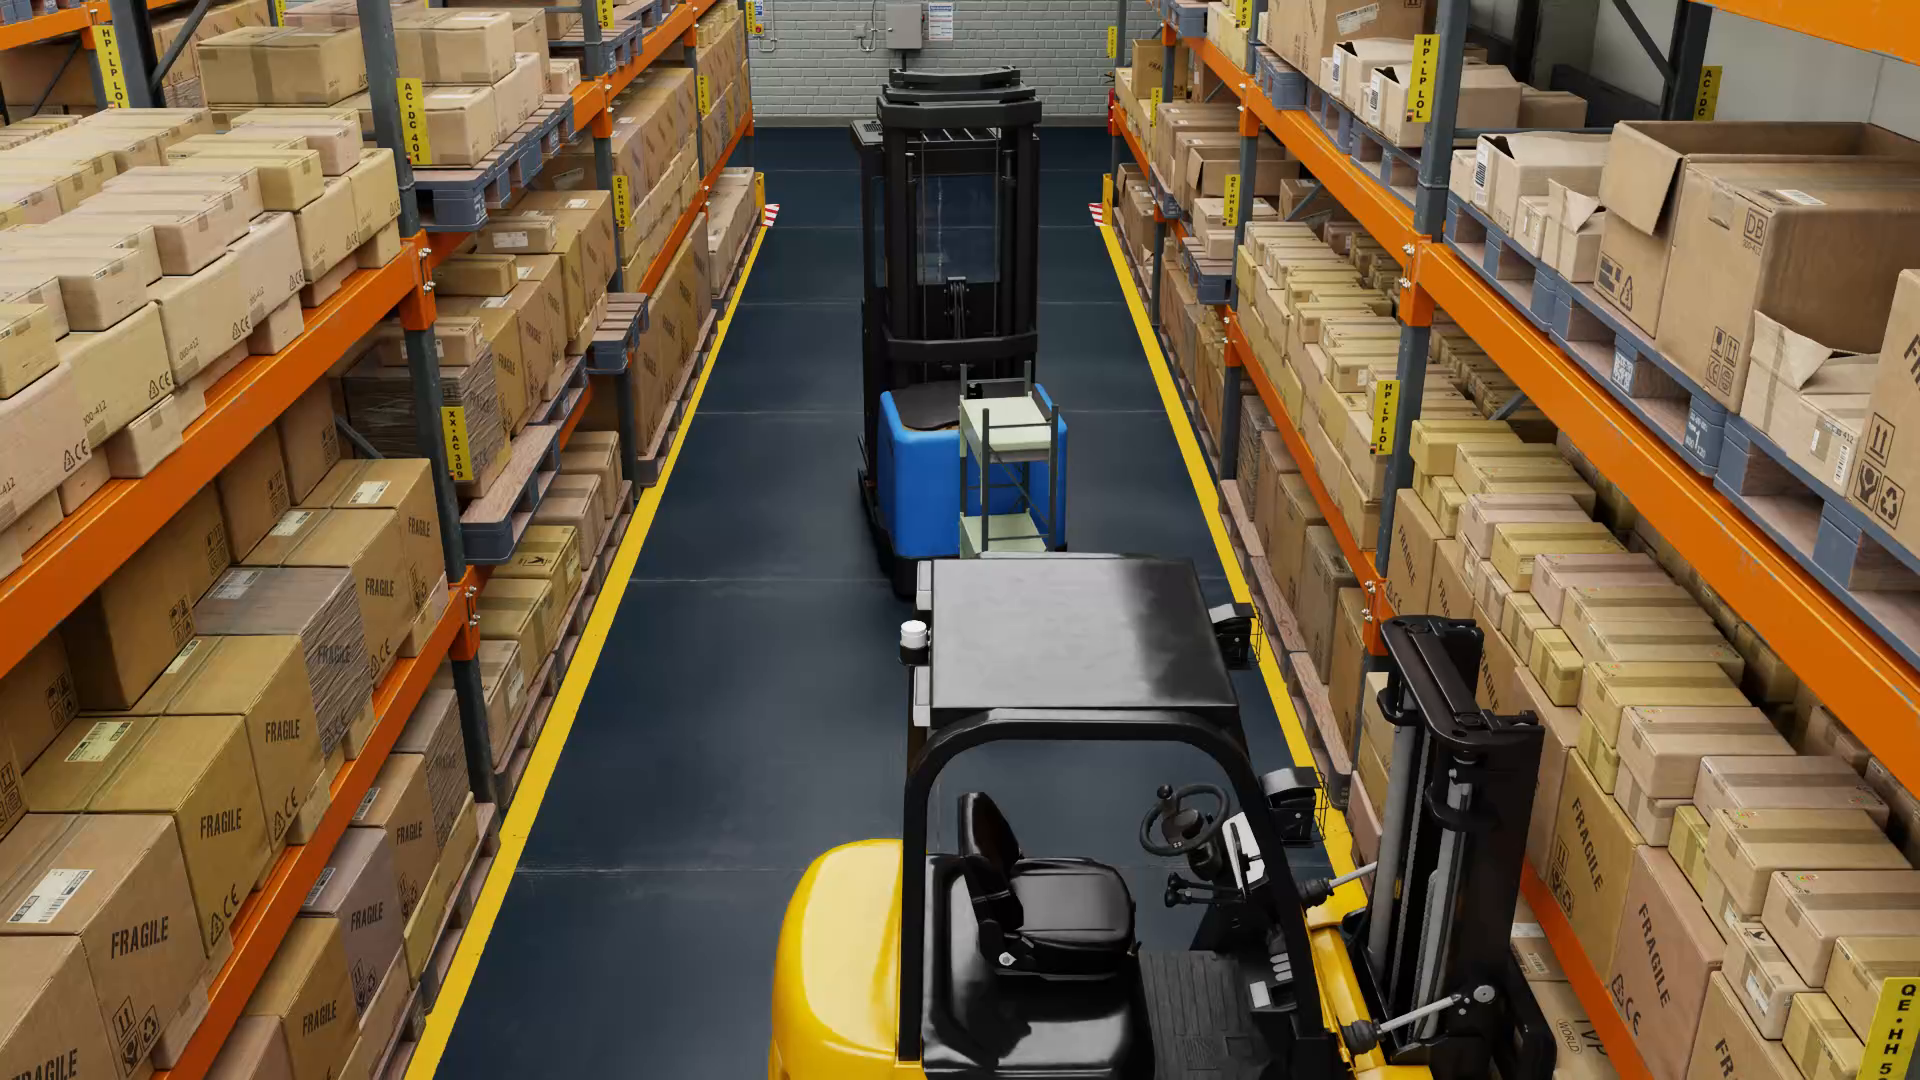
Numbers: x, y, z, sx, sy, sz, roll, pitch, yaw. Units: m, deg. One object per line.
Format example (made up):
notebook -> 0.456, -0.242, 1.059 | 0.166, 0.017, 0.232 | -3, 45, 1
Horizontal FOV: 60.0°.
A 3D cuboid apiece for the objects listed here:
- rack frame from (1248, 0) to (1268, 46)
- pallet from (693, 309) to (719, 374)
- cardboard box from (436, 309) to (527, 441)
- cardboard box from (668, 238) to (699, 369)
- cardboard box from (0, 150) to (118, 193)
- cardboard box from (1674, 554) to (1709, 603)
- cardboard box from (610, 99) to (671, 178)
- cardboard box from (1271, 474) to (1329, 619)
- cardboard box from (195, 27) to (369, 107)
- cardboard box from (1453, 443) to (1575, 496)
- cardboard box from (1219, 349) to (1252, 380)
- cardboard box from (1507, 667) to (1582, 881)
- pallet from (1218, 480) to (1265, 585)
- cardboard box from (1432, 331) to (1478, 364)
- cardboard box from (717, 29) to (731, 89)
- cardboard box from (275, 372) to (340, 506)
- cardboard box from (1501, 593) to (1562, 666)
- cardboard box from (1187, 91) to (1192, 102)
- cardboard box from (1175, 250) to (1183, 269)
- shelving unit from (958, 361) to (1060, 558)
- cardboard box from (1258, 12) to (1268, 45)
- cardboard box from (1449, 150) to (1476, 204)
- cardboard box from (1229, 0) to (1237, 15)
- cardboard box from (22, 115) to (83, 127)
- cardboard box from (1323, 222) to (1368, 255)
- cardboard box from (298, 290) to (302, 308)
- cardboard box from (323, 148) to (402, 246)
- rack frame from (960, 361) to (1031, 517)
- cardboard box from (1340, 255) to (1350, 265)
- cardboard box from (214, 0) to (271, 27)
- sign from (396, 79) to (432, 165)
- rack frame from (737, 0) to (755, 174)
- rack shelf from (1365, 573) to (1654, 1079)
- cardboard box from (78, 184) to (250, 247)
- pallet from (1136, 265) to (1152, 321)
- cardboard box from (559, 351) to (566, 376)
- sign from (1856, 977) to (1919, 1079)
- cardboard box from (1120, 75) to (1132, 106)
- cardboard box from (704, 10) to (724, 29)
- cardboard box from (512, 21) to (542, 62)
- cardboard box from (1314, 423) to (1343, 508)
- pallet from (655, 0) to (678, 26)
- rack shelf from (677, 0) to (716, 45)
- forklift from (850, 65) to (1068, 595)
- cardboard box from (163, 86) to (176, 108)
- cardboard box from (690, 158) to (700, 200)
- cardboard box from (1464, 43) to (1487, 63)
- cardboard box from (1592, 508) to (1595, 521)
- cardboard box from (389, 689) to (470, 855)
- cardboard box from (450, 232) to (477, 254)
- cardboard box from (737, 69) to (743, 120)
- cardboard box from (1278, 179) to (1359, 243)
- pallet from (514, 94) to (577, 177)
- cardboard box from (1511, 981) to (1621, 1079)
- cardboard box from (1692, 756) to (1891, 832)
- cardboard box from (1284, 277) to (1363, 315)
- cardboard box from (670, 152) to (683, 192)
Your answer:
rack frame -> 2.272, -4.407, 9.574 | 1.000, 3.000, 0.127 | 0, 24, -1
pallet -> -2.651, -1.710, 14.274 | 1.003, 0.211, 1.213 | 0, 24, -1
cardboard box -> -2.372, -0.775, 7.831 | 0.500, 0.500, 0.500 | 0, 24, 0
cardboard box -> -2.631, -1.894, 13.366 | 0.875, 0.875, 0.875 | 0, 24, 1
cardboard box -> -2.969, -1.161, 5.375 | 0.380, 0.149, 0.250 | 0, 24, -1
cardboard box -> 2.603, 0.156, 5.495 | 0.380, 0.149, 0.250 | -1, 24, -1
cardboard box -> -2.460, -2.981, 12.365 | 0.500, 0.500, 0.500 | 0, 24, 0
cardboard box -> 2.288, 0.021, 9.436 | 0.875, 0.625, 0.625 | -1, 24, -3
cardboard box -> -2.781, -1.957, 6.863 | 0.500, 0.250, 0.500 | 0, 24, 1
cardboard box -> 2.133, -0.262, 6.419 | 0.380, 0.149, 0.250 | 0, 24, 0
cardboard box -> 2.013, -1.224, 11.552 | 0.380, 0.149, 0.250 | -1, 24, -3
cardboard box -> 2.073, 0.744, 5.344 | 0.500, 0.500, 0.500 | 0, 24, 0
pallet -> 2.242, -0.063, 10.634 | 1.003, 0.211, 1.213 | 0, 24, -1
cardboard box -> 2.573, -0.934, 8.266 | 0.380, 0.149, 0.250 | 0, 24, -1
cardboard box -> -2.494, -4.623, 15.998 | 0.500, 0.500, 0.500 | 0, 24, -1
cardboard box -> -2.860, -0.456, 6.422 | 0.700, 0.500, 0.500 | -1, 24, -1
cardboard box -> 2.041, 0.294, 5.552 | 0.380, 0.149, 0.250 | -1, 24, -2
cardboard box -> 2.466, -4.217, 16.254 | 0.500, 0.250, 0.500 | 0, 24, -1
cardboard box -> 2.047, -2.407, 14.168 | 0.380, 0.149, 0.250 | -1, 24, -2
shelving unit -> 0.257, -0.157, 9.278 | 0.431, 1.500, 0.755 | -4, 25, -8
cardboard box -> 1.972, -3.025, 9.812 | 0.380, 0.166, 0.250 | 0, 24, -1
cardboard box -> 2.017, -1.328, 6.080 | 0.380, 0.149, 0.250 | 0, 24, 1
cardboard box -> 2.020, -3.616, 11.163 | 0.380, 0.149, 0.250 | 0, 24, -1
cardboard box -> -7.484, -3.417, 13.739 | 0.380, 0.149, 0.250 | 1, 24, 2
cardboard box -> 2.478, -1.881, 10.361 | 0.380, 0.149, 0.250 | 1, 24, 1
cardboard box -> -2.442, -0.810, 5.567 | 0.380, 0.149, 0.250 | -1, 24, -2
cardboard box -> -2.374, -1.254, 6.063 | 0.500, 0.250, 0.500 | 0, 24, -1
rack frame -> 0.200, -0.306, 9.607 | 0.400, 1.500, 0.023 | -4, 25, -8
cardboard box -> 2.555, -1.649, 10.331 | 0.500, 0.250, 0.500 | 0, 24, 1
cardboard box -> -7.474, -5.331, 17.202 | 0.500, 0.500, 0.500 | -1, 24, -2
sign -> -2.105, -1.609, 6.400 | 0.100, 0.325, 0.005 | 0, 24, -1
rack frame -> -2.779, -4.946, 18.046 | 1.000, 3.000, 0.127 | 0, 24, -1
rack shelf -> 2.337, 1.127, 5.492 | 1.077, 0.370, 4.000 | 0, 24, -1
cardboard box -> -2.344, -0.953, 4.914 | 0.380, 0.149, 0.250 | 0, 24, 0
pallet -> 2.222, -2.334, 15.655 | 1.003, 0.211, 1.213 | 0, 24, -1
cardboard box -> -2.356, -0.954, 9.015 | 0.380, 0.149, 0.250 | -1, 24, -2
sign -> 1.817, 0.984, 3.241 | 0.100, 0.325, 0.005 | 0, 24, -1
cardboard box -> 1.926, -4.641, 17.193 | 0.500, 0.250, 0.500 | 0, 24, 0
cardboard box -> -2.506, -5.070, 16.198 | 0.380, 0.149, 0.250 | 0, 24, 1
cardboard box -> -2.646, -2.435, 8.728 | 0.797, 0.503, 0.637 | 0, 24, -1
cardboard box -> 2.038, -0.370, 8.111 | 0.500, 0.250, 0.500 | 0, 24, -1
pallet -> -2.676, -4.200, 12.988 | 0.805, 0.209, 1.217 | -1, 24, -3
rack shelf -> -2.757, -5.161, 15.754 | 1.077, 0.370, 4.000 | 0, 24, -1
forklift -> -0.098, -1.589, 10.707 | 1.130, 2.935, 3.031 | -4, 25, -8
cardboard box -> -7.450, -3.824, 15.083 | 0.500, 0.500, 0.500 | 0, 24, -1
cardboard box -> -2.478, -3.046, 14.026 | 0.500, 0.250, 0.500 | -1, 24, -2
cardboard box -> 2.506, -2.494, 8.637 | 0.380, 0.166, 0.250 | 0, 24, -1
cardboard box -> 2.614, -0.132, 6.493 | 0.380, 0.149, 0.250 | -1, 24, -2
cardboard box -> -2.373, 0.961, 6.902 | 0.500, 0.500, 0.500 | -1, 24, -1
cardboard box -> -2.893, -1.402, 9.218 | 0.500, 0.500, 0.500 | 0, 24, 0
cardboard box -> -2.518, -4.587, 17.131 | 0.500, 0.500, 0.500 | -1, 24, -2
cardboard box -> 2.423, -2.123, 11.173 | 0.500, 0.500, 0.500 | 1, 24, 2
pallet -> -2.562, -1.965, 8.042 | 1.213, 0.211, 1.003 | 0, 24, -1
cardboard box -> 2.015, 1.622, 5.136 | 0.500, 0.250, 0.500 | 0, 24, 0
cardboard box -> 2.153, 0.688, 4.320 | 0.380, 0.149, 0.250 | 0, 24, 0
cardboard box -> 2.006, -1.350, 9.186 | 0.380, 0.149, 0.250 | 0, 24, 1
cardboard box -> -2.462, -2.857, 13.003 | 0.500, 0.250, 0.500 | 0, 24, 1
